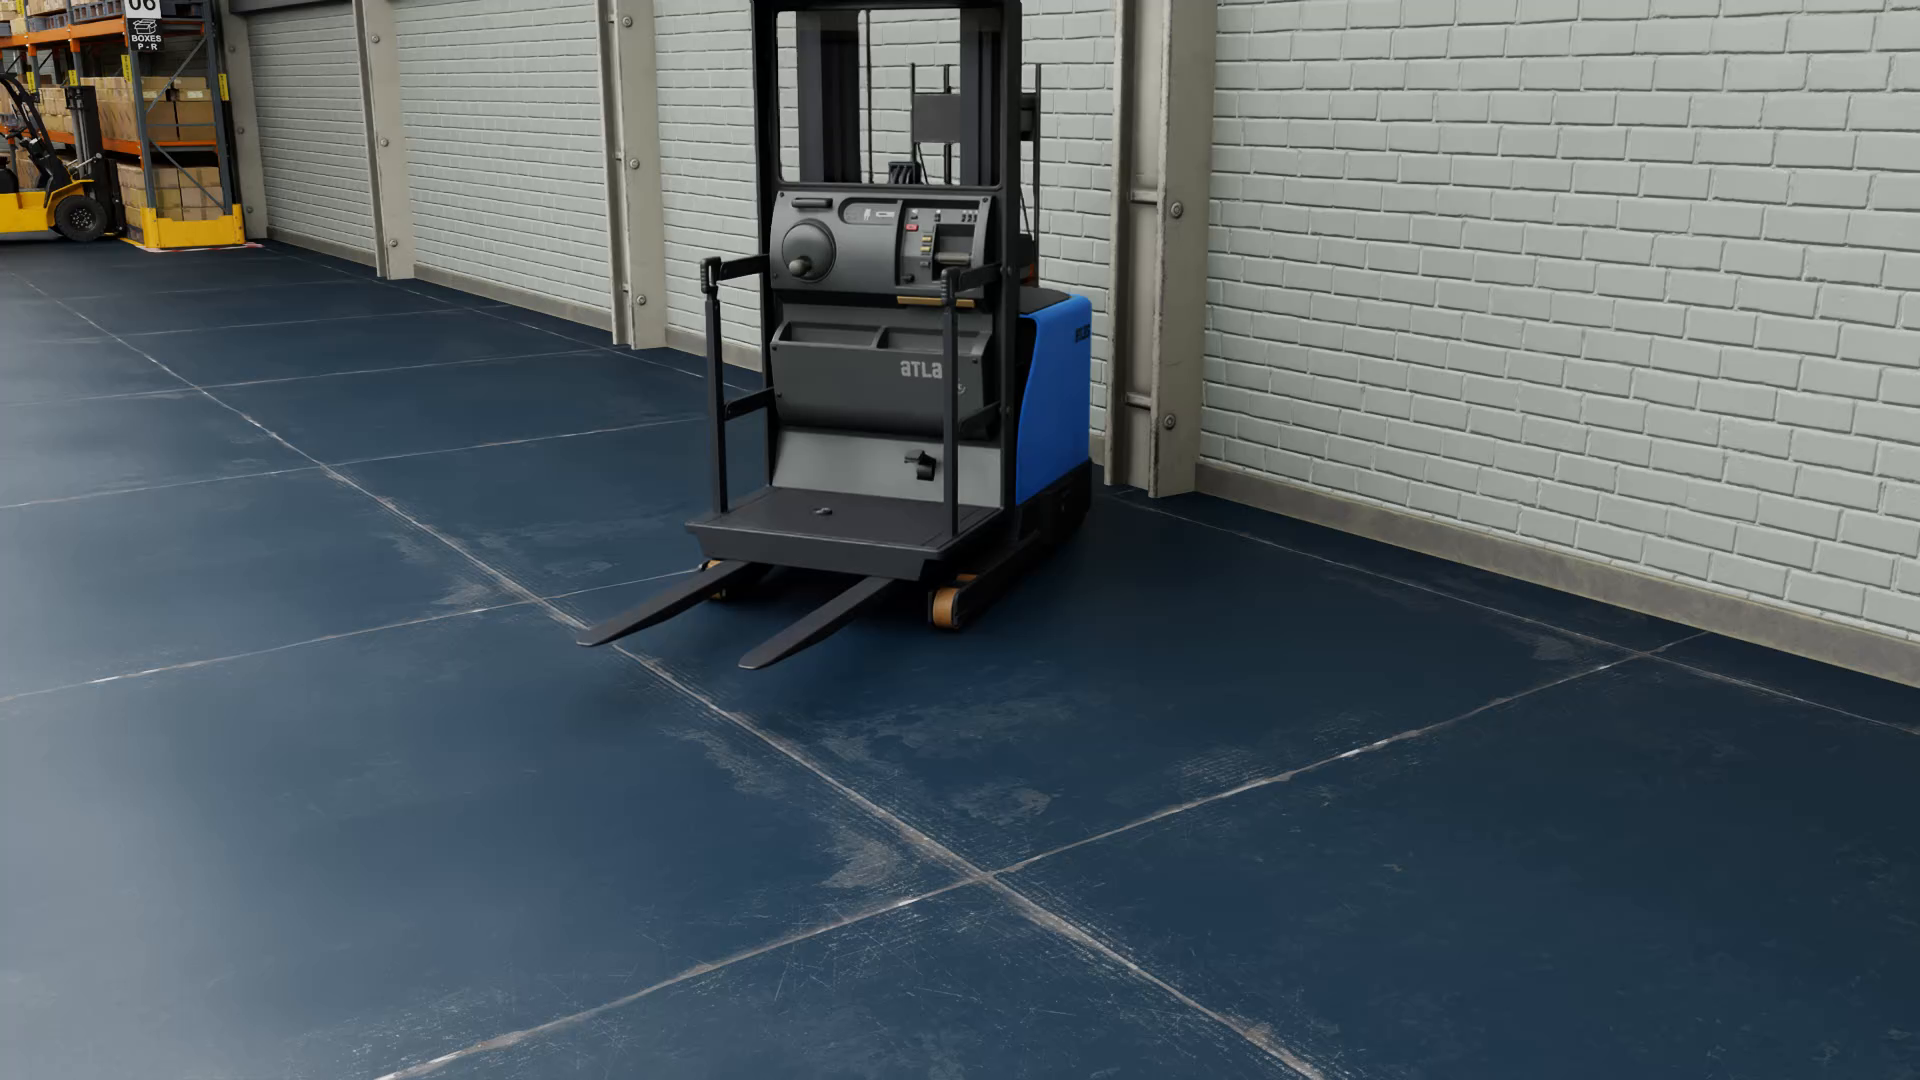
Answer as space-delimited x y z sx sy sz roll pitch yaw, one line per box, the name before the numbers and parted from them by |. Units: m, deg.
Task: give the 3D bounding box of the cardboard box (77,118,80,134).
cardboard box | -12.777 -6.126 24.560 0.500 0.250 0.500 -10 18 -33

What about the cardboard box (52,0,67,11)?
cardboard box | -13.162 -7.895 24.550 0.380 0.149 0.250 -11 19 -35

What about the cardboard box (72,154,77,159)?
cardboard box | -15.021 -6.556 28.560 0.380 0.149 0.250 -11 19 -34

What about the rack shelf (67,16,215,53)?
rack shelf | -11.094 -6.804 22.434 1.077 0.370 4.000 -11 19 -35

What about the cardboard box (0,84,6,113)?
cardboard box | -16.870 -7.952 29.964 0.700 0.500 0.500 -10 18 -33

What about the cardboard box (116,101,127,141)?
cardboard box | -10.717 -5.502 21.807 0.500 0.500 0.500 -10 18 -33

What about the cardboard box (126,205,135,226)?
cardboard box | -10.734 -4.312 22.063 0.500 0.250 0.500 -11 19 -35

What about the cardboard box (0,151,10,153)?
cardboard box | -19.042 -7.547 33.401 0.797 0.503 0.637 -12 19 -37

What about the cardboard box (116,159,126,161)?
cardboard box | -12.239 -5.338 23.916 0.500 0.250 0.500 -11 19 -35

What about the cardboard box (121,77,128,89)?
cardboard box | -10.645 -5.925 21.560 0.380 0.149 0.250 -10 18 -33

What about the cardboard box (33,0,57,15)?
cardboard box | -14.015 -8.446 25.898 0.700 0.500 0.500 -11 19 -36

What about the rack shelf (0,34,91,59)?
rack shelf | -15.797 -8.512 28.676 1.077 0.370 4.000 -11 19 -35

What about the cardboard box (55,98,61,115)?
cardboard box | -13.651 -6.695 25.691 0.500 0.250 0.500 -11 19 -34

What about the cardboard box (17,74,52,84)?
cardboard box | -17.634 -8.632 31.731 0.500 0.500 0.500 -11 19 -36

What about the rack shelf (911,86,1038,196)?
rack shelf | 0.076 -1.911 7.982 0.480 0.518 0.431 7 17 25

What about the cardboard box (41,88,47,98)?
cardboard box | -14.514 -7.176 26.694 0.380 0.149 0.250 -10 18 -33

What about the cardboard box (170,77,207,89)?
cardboard box | -9.942 -5.887 21.420 0.380 0.149 0.250 -11 19 -36

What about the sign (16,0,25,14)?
sign | -15.061 -8.598 26.646 0.100 0.325 0.005 -11 19 -35

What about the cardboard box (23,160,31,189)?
cardboard box | -16.260 -6.479 29.505 0.500 0.500 0.500 -12 19 -36

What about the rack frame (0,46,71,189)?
rack frame | -16.973 -7.840 30.537 1.000 3.000 0.127 -11 19 -35

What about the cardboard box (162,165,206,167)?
cardboard box | -10.344 -4.874 22.220 0.500 0.250 0.500 -11 19 -34

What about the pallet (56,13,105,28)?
pallet | -12.799 -7.672 24.606 0.805 0.209 1.217 -12 19 -37

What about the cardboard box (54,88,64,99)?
cardboard box | -13.644 -6.844 25.480 0.380 0.149 0.250 -11 19 -36

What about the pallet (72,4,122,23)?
pallet | -11.747 -7.357 23.260 1.003 0.211 1.213 -11 19 -35

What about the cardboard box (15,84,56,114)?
cardboard box | -15.731 -7.558 28.516 0.797 0.503 0.637 -11 19 -36

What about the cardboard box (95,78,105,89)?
cardboard box | -11.695 -6.305 22.947 0.380 0.149 0.250 -11 19 -35

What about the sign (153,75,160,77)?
sign | -11.821 -6.673 24.487 0.100 0.325 0.005 -11 19 -35

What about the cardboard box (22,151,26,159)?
cardboard box | -16.752 -6.984 30.123 0.380 0.149 0.250 -11 19 -36

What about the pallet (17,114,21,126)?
pallet | -15.769 -7.307 28.956 1.003 0.211 1.213 -11 19 -35

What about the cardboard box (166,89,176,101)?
cardboard box | -10.104 -5.794 21.644 0.380 0.149 0.250 -11 19 -35

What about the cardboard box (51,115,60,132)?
cardboard box | -13.958 -6.563 26.158 0.500 0.250 0.500 -12 19 -36

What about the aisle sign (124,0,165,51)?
aisle sign | -10.117 -6.471 20.614 0.394 0.787 0.004 -11 19 -35

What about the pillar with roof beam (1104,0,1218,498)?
pillar with roof beam | -2.497 -3.947 4.952 9.100 9.000 0.400 -11 19 -35

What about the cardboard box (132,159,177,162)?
cardboard box | -11.514 -5.309 23.810 0.500 0.250 0.500 -11 19 -35

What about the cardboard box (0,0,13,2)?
cardboard box | -17.079 -9.641 29.579 0.396 0.266 0.258 -11 19 -35

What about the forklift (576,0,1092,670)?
forklift | -0.397 -1.196 6.394 1.130 2.935 3.031 6 16 21

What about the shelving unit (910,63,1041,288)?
shelving unit | 0.076 -1.249 8.163 0.503 2.100 0.431 7 17 25

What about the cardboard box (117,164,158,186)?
cardboard box | -11.050 -4.900 22.316 0.500 0.250 0.500 -11 19 -34

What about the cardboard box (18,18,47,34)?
cardboard box | -15.120 -8.432 27.303 0.500 0.250 0.500 -12 19 -36

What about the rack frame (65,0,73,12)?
rack frame | -12.269 -9.025 23.504 1.000 3.000 0.127 -11 19 -35

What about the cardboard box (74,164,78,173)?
cardboard box | -13.035 -5.465 25.564 0.875 0.625 0.625 -11 19 -35

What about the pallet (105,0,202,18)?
pallet | -10.312 -6.836 21.357 1.003 0.211 1.213 -11 19 -35

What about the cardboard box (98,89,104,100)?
cardboard box | -11.566 -6.106 22.784 0.380 0.149 0.250 -12 19 -36

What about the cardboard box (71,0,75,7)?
cardboard box | -12.251 -7.565 23.342 0.380 0.149 0.250 -10 18 -33

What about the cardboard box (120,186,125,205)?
cardboard box | -11.063 -4.666 22.407 0.500 0.250 0.500 -11 19 -36

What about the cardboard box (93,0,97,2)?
cardboard box | -11.209 -7.446 22.238 0.797 0.503 0.637 -10 18 -33

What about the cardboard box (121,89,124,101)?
cardboard box | -10.762 -5.838 21.807 0.380 0.149 0.250 -11 19 -35
